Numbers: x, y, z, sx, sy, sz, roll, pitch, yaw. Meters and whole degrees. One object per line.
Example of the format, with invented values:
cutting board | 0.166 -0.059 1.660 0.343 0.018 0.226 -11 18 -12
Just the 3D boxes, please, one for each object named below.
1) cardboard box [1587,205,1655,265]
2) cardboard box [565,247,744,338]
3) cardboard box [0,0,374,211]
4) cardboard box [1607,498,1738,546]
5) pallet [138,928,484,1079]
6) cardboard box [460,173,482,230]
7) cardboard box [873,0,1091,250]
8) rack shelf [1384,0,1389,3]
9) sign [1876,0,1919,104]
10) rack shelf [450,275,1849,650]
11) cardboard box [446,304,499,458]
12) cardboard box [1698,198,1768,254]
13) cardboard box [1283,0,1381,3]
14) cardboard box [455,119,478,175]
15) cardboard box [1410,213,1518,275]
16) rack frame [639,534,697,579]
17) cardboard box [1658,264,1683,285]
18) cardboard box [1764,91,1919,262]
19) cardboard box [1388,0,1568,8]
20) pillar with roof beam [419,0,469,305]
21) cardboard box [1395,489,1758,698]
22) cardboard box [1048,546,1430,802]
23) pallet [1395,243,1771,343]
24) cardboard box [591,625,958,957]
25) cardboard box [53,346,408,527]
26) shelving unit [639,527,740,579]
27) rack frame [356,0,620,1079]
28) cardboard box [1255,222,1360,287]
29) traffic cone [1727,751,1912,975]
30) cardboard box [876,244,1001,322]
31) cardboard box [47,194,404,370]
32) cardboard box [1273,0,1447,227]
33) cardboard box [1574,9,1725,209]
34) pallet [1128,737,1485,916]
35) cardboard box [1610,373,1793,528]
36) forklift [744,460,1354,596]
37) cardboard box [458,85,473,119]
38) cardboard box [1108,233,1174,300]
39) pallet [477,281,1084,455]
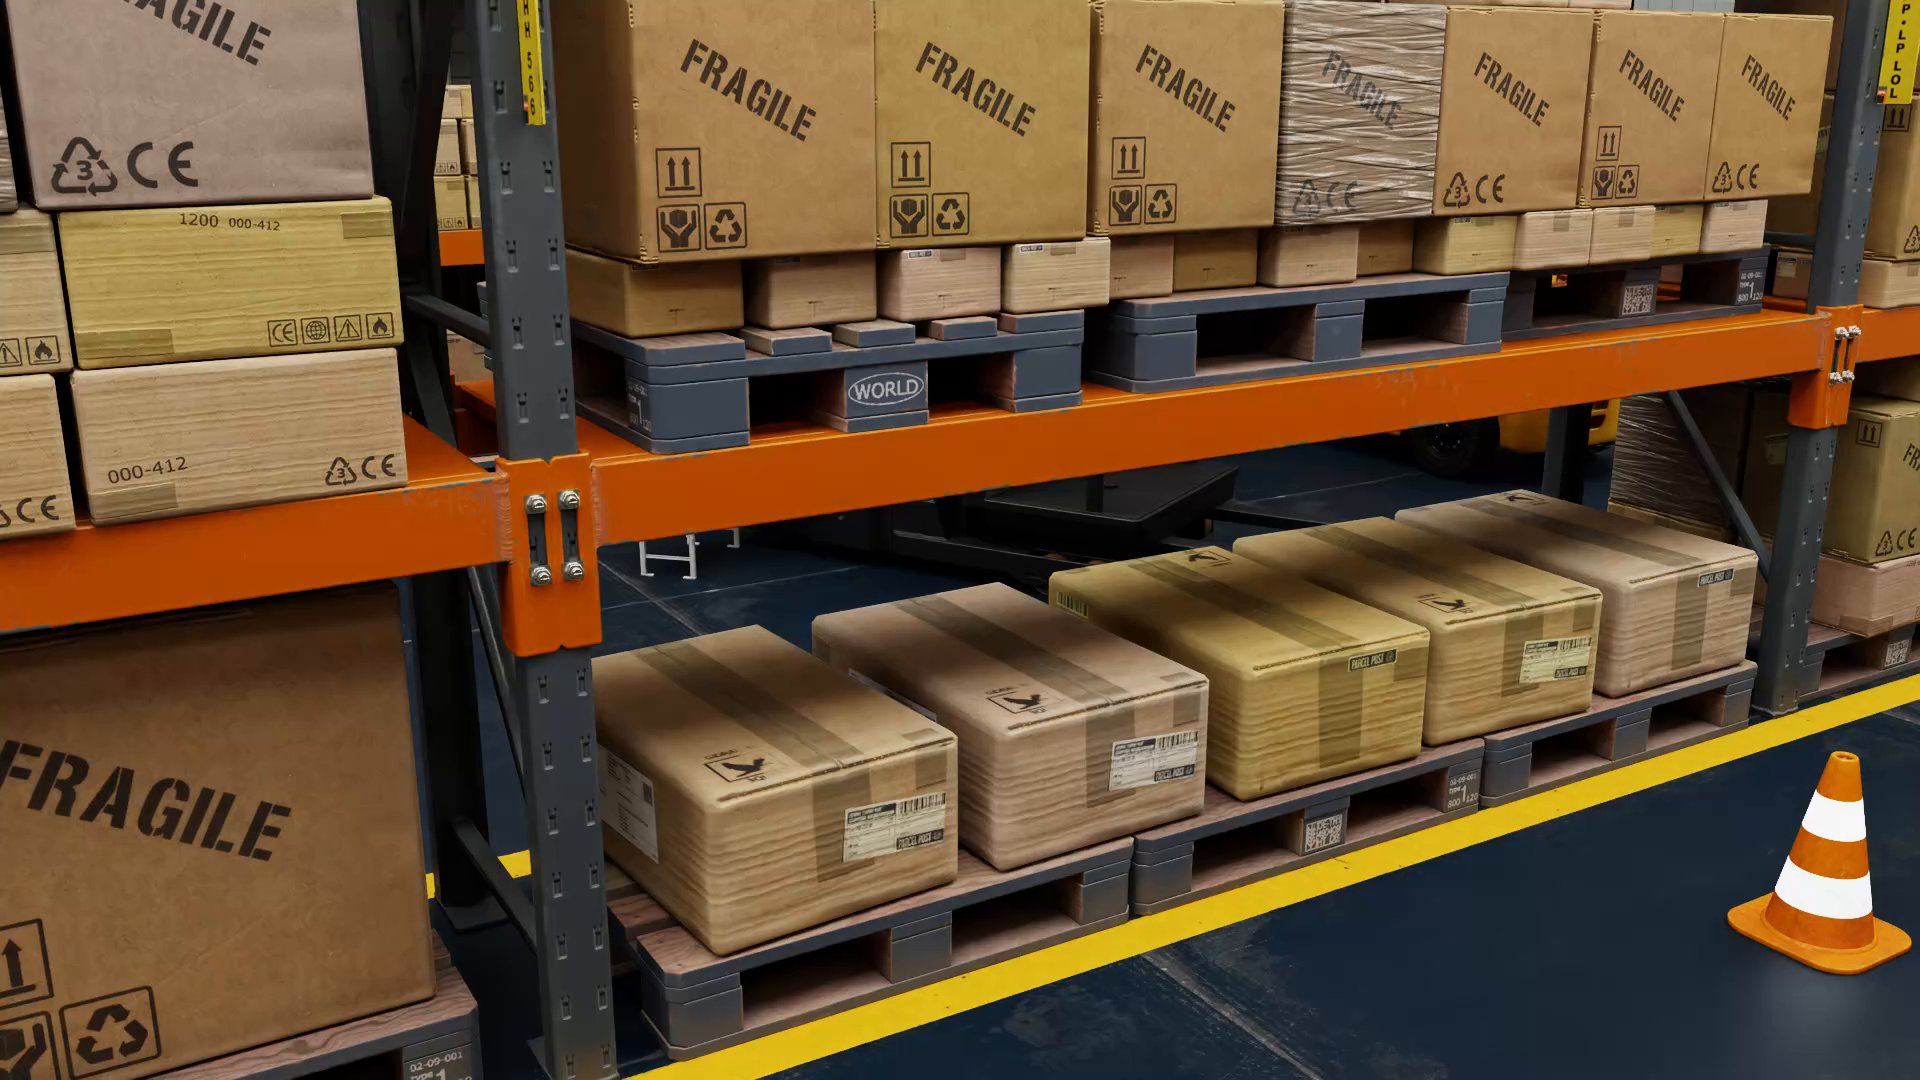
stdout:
cardboard box | 1.679 -0.860 4.609 0.250 0.149 0.380 -10 18 -31
cardboard box | -0.639 -0.518 3.389 0.250 0.149 0.380 -10 19 -33
cardboard box | -1.321 -0.832 2.784 0.500 0.500 0.500 -10 18 -31
cardboard box | 2.784 -0.014 6.217 0.500 0.250 0.500 -8 18 -27
pallet | -1.727 1.000 3.452 1.213 0.211 1.003 -9 18 -30
cardboard box | -2.195 -1.658 8.045 0.500 0.250 0.500 -10 18 -31
cardboard box | -0.065 -0.912 3.590 0.500 0.500 0.500 -8 18 -27
rack shelf | 1.571 -3.515 10.167 4.000 0.370 1.077 -9 18 -30
sign | 2.705 -1.421 4.775 0.005 0.325 0.100 -9 18 -30
rack shelf | 0.702 -0.367 4.493 4.000 0.370 1.077 -9 18 -30
cardboard box | -2.475 -0.818 8.392 0.625 0.625 0.875 -9 18 -28
cardboard box | 2.117 -0.937 4.882 0.250 0.149 0.380 -9 18 -29
cardboard box | 0.952 -1.539 4.625 0.250 0.149 0.380 -8 18 -27
cardboard box | -2.178 -1.895 7.963 0.500 0.250 0.500 -10 18 -31
cardboard box | 1.235 -0.798 4.388 0.250 0.149 0.380 -9 18 -30
rack frame | -1.202 -0.425 6.704 0.240 1.200 0.015 4 16 13
cardboard box | 2.534 -0.985 5.833 0.250 0.149 0.380 -9 18 -30
cardboard box | 2.937 -1.179 5.322 0.500 0.500 0.500 -9 18 -30
cardboard box | 1.329 -1.438 4.267 0.250 0.149 0.380 -10 19 -32
pillar with roof beam | -0.702 -3.865 4.527 0.400 9.000 9.100 -9 18 -30
cardboard box | 1.968 0.146 5.424 0.625 0.372 0.950 -9 18 -29
cardboard box | 0.758 0.343 4.718 0.625 0.372 0.950 -9 18 -28
pallet | 1.686 -0.826 5.155 1.213 0.211 1.003 -9 18 -30
cardboard box | -0.523 0.552 3.974 0.625 0.372 0.950 -11 19 -33
cardboard box | -1.313 -0.232 2.960 0.500 0.250 0.500 -10 18 -32
shelving unit | -1.144 -0.489 6.932 0.258 1.200 0.503 4 16 13
rack frame | -1.013 -0.435 3.404 0.127 3.000 1.000 -9 18 -30
cardboard box | 0.772 -0.732 4.151 0.250 0.149 0.380 -9 18 -28
traffic cone | 2.074 0.727 3.960 0.334 0.463 0.336 -9 18 -30
cardboard box | -0.121 -0.577 3.599 0.250 0.149 0.380 -11 19 -33
cardboard box | -1.297 -0.477 2.907 0.500 0.250 0.500 -9 18 -30
cardboard box | 0.820 -1.055 4.101 0.500 0.500 0.500 -10 19 -32
cardboard box | 1.714 -1.198 4.612 0.500 0.500 0.500 -9 18 -29
pallet | 0.702 0.631 4.768 1.213 0.211 1.003 -9 18 -30
cardboard box | 2.785 -0.375 6.116 0.500 0.500 0.500 -9 18 -30
forklift | 0.540 -1.327 6.715 3.031 2.935 1.130 9 18 29
cardboard box | -2.295 -2.080 7.885 0.250 0.149 0.380 -9 18 -29
cardboard box | 0.292 -0.662 3.903 0.250 0.149 0.380 -8 18 -26
pallet | -0.457 -0.466 3.872 1.003 0.211 1.213 -9 18 -30
